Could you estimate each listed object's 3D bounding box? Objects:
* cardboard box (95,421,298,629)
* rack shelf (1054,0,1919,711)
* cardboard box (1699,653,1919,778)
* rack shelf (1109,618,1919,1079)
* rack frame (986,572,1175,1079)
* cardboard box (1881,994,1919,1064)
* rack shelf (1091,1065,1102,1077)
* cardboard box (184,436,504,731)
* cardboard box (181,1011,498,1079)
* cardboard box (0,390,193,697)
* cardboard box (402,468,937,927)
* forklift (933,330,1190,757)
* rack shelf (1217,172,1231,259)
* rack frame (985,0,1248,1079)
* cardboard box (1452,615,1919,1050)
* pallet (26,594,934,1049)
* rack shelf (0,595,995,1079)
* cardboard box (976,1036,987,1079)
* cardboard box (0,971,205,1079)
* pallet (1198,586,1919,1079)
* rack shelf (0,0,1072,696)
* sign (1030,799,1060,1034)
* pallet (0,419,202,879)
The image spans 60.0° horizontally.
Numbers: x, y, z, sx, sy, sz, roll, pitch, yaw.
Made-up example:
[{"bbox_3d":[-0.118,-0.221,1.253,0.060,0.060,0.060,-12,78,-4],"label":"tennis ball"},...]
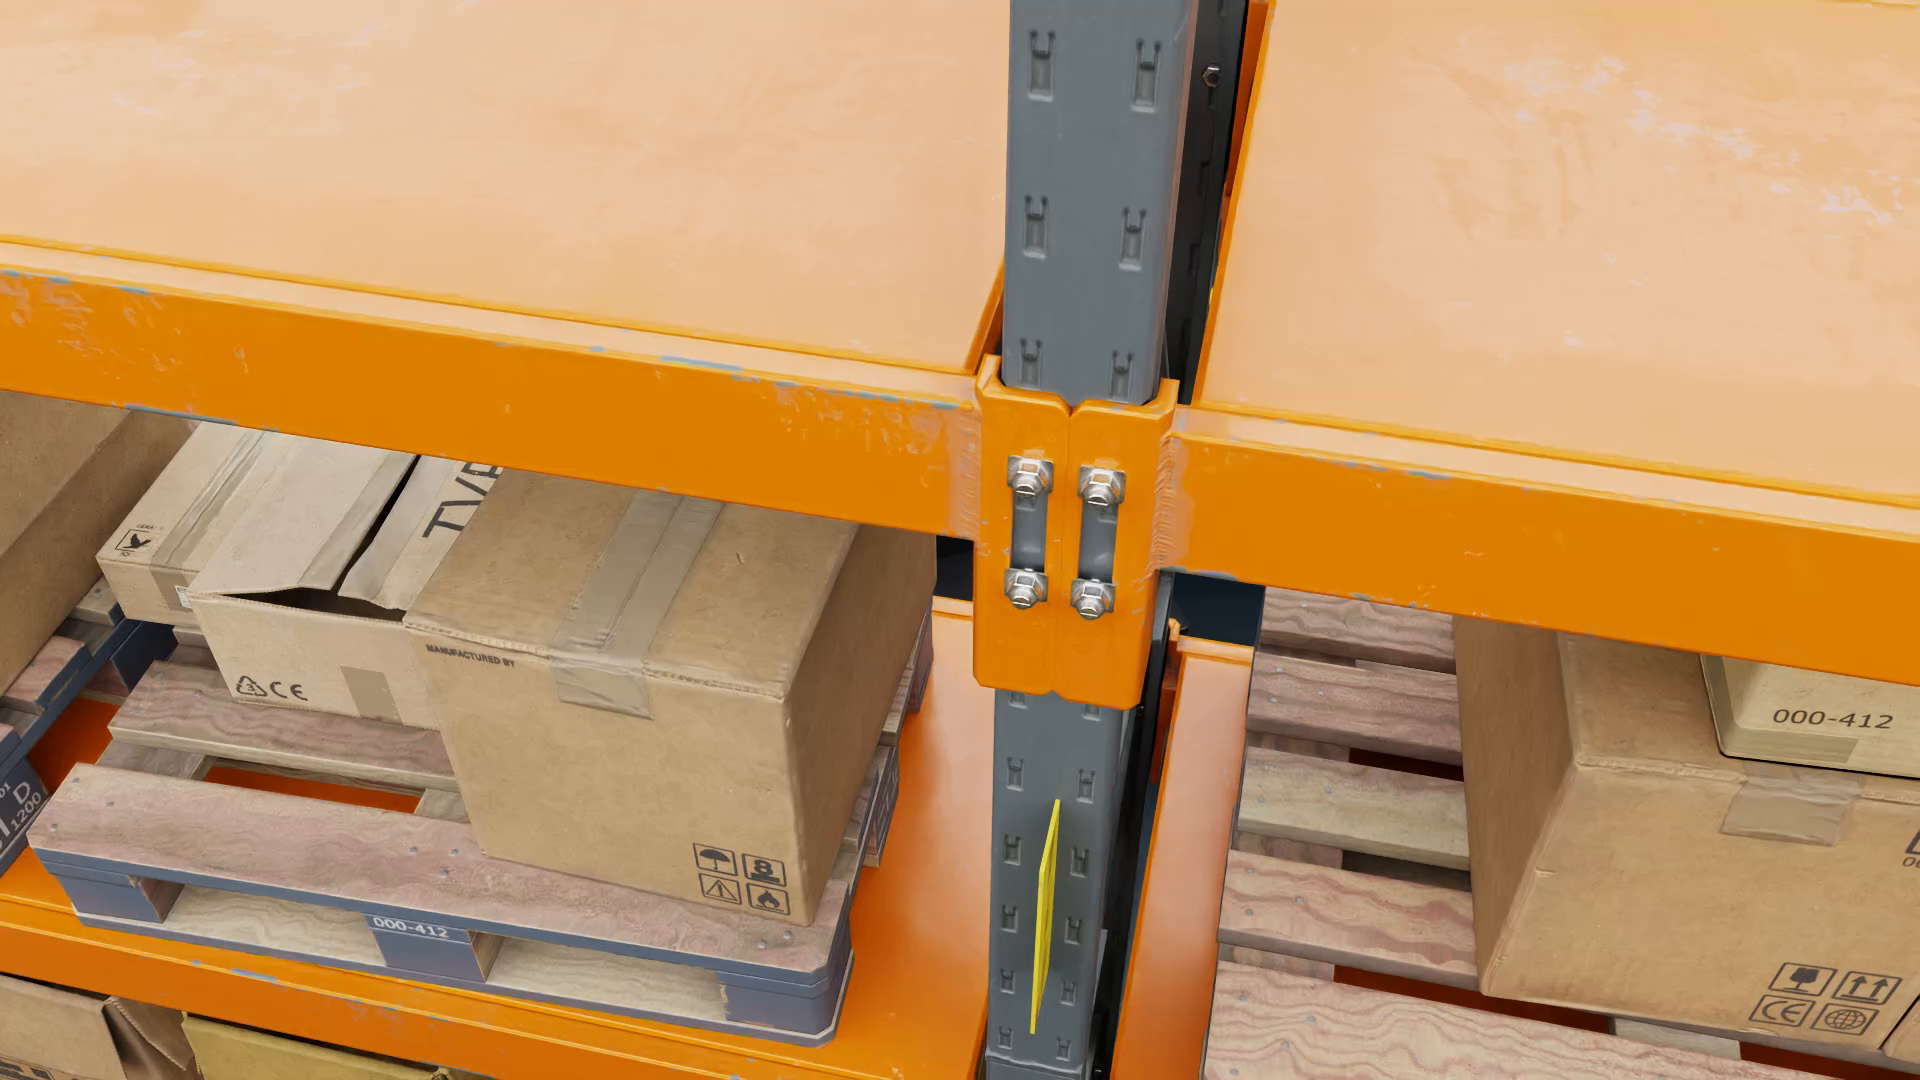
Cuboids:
[{"bbox_3d":[-1.217,-0.035,2.799,0.250,0.149,0.380,7,44,7],"label":"cardboard box"},{"bbox_3d":[2.155,-0.022,1.551,4.000,0.370,1.077,9,45,9],"label":"rack shelf"},{"bbox_3d":[1.120,0.006,1.890,0.500,0.250,0.500,6,44,6],"label":"cardboard box"},{"bbox_3d":[2.155,0.915,2.453,4.000,0.370,1.077,9,45,9],"label":"rack shelf"},{"bbox_3d":[0.204,1.433,3.558,0.127,3.000,1.000,9,45,9],"label":"rack frame"},{"bbox_3d":[1.504,0.291,2.134,0.500,0.500,0.700,11,45,11],"label":"cardboard box"},{"bbox_3d":[2.155,1.995,3.493,4.000,0.370,1.077,9,45,9],"label":"rack shelf"},{"bbox_3d":[-0.847,0.006,2.639,0.500,0.311,0.500,7,44,8],"label":"cardboard box"},{"bbox_3d":[-1.089,0.833,3.386,0.637,0.503,0.797,9,45,10],"label":"cardboard box"},{"bbox_3d":[-1.702,-0.147,2.659,0.637,0.503,0.797,8,45,8],"label":"cardboard box"},{"bbox_3d":[-0.365,0.084,2.422,0.500,0.500,0.700,10,45,10],"label":"cardboard box"},{"bbox_3d":[0.212,-0.650,5.771,1.130,2.935,3.031,-14,46,-14],"label":"forklift"},{"bbox_3d":[-0.667,-1.962,7.605,4.000,0.370,1.077,9,45,9],"label":"rack shelf"},{"bbox_3d":[0.204,-0.728,1.478,0.127,3.000,1.000,9,45,9],"label":"rack frame"},{"bbox_3d":[0.980,0.207,2.222,0.500,0.500,0.700,6,44,7],"label":"cardboard box"},{"bbox_3d":[-0.702,0.316,2.694,1.217,0.209,0.805,7,44,7],"label":"pallet"},{"bbox_3d":[-1.748,0.309,3.082,4.000,0.370,1.077,9,45,9],"label":"rack shelf"},{"bbox_3d":[-0.191,1.158,3.771,0.500,0.500,0.500,9,45,9],"label":"cardboard box"},{"bbox_3d":[-1.699,0.749,3.473,0.637,0.503,0.797,10,45,10],"label":"cardboard box"},{"bbox_3d":[1.000,0.515,2.413,1.213,0.211,1.003,9,45,9],"label":"pallet"},{"bbox_3d":[-1.748,-0.628,2.180,4.000,0.370,1.077,9,45,9],"label":"rack shelf"},{"bbox_3d":[0.095,0.422,1.846,0.005,0.325,0.100,9,45,9],"label":"sign"},{"bbox_3d":[-1.968,0.044,2.975,1.213,0.211,1.003,11,45,11],"label":"pallet"}]
